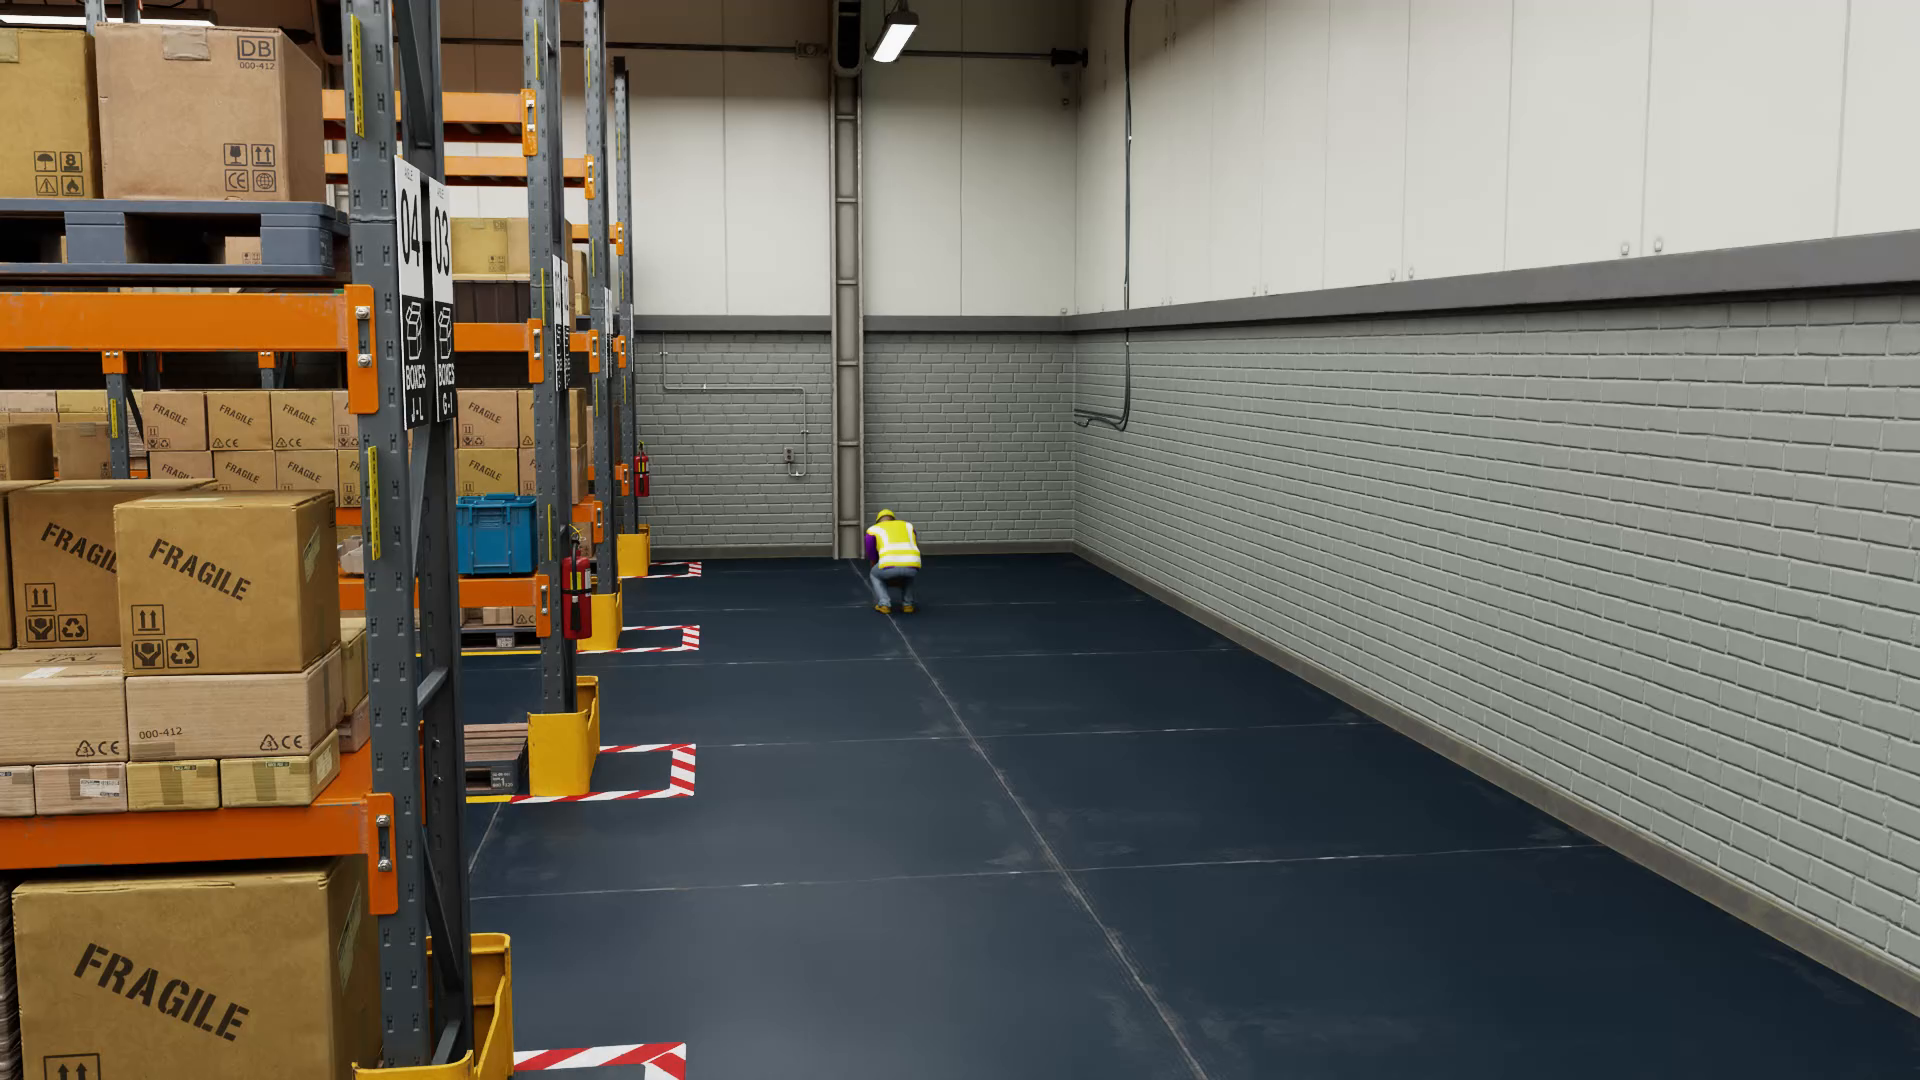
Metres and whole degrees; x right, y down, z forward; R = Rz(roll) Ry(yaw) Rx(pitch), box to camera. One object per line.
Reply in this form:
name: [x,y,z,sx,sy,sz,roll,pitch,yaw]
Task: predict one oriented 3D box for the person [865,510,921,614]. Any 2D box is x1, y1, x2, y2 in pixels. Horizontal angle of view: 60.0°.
person: [-0.695,0.219,17.078,0.541,1.011,0.903,-1,7,-10]
